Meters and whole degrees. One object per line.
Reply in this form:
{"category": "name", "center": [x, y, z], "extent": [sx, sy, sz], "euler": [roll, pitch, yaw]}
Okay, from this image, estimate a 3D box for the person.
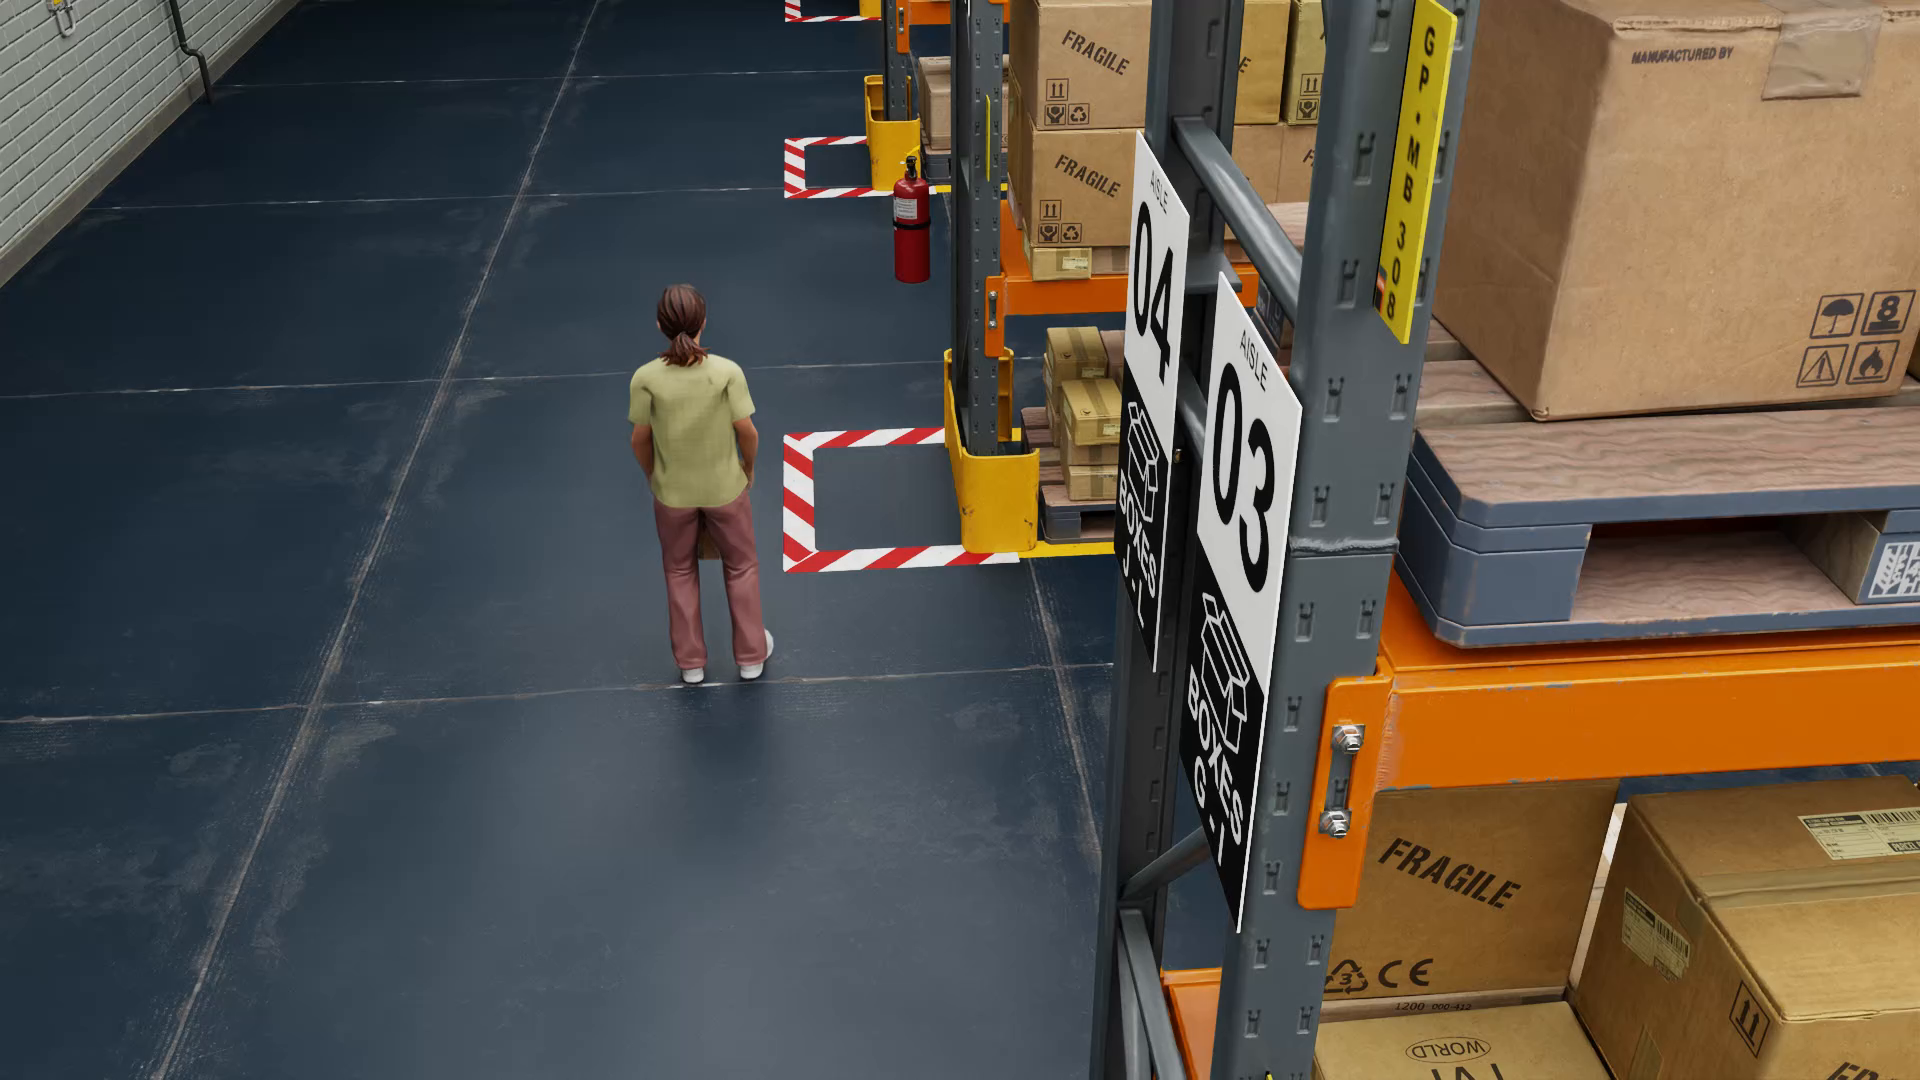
{"category": "person", "center": [-1.009, -0.196, 6.455], "extent": [0.480, 1.676, 0.359], "euler": [-3, 31, -5]}
